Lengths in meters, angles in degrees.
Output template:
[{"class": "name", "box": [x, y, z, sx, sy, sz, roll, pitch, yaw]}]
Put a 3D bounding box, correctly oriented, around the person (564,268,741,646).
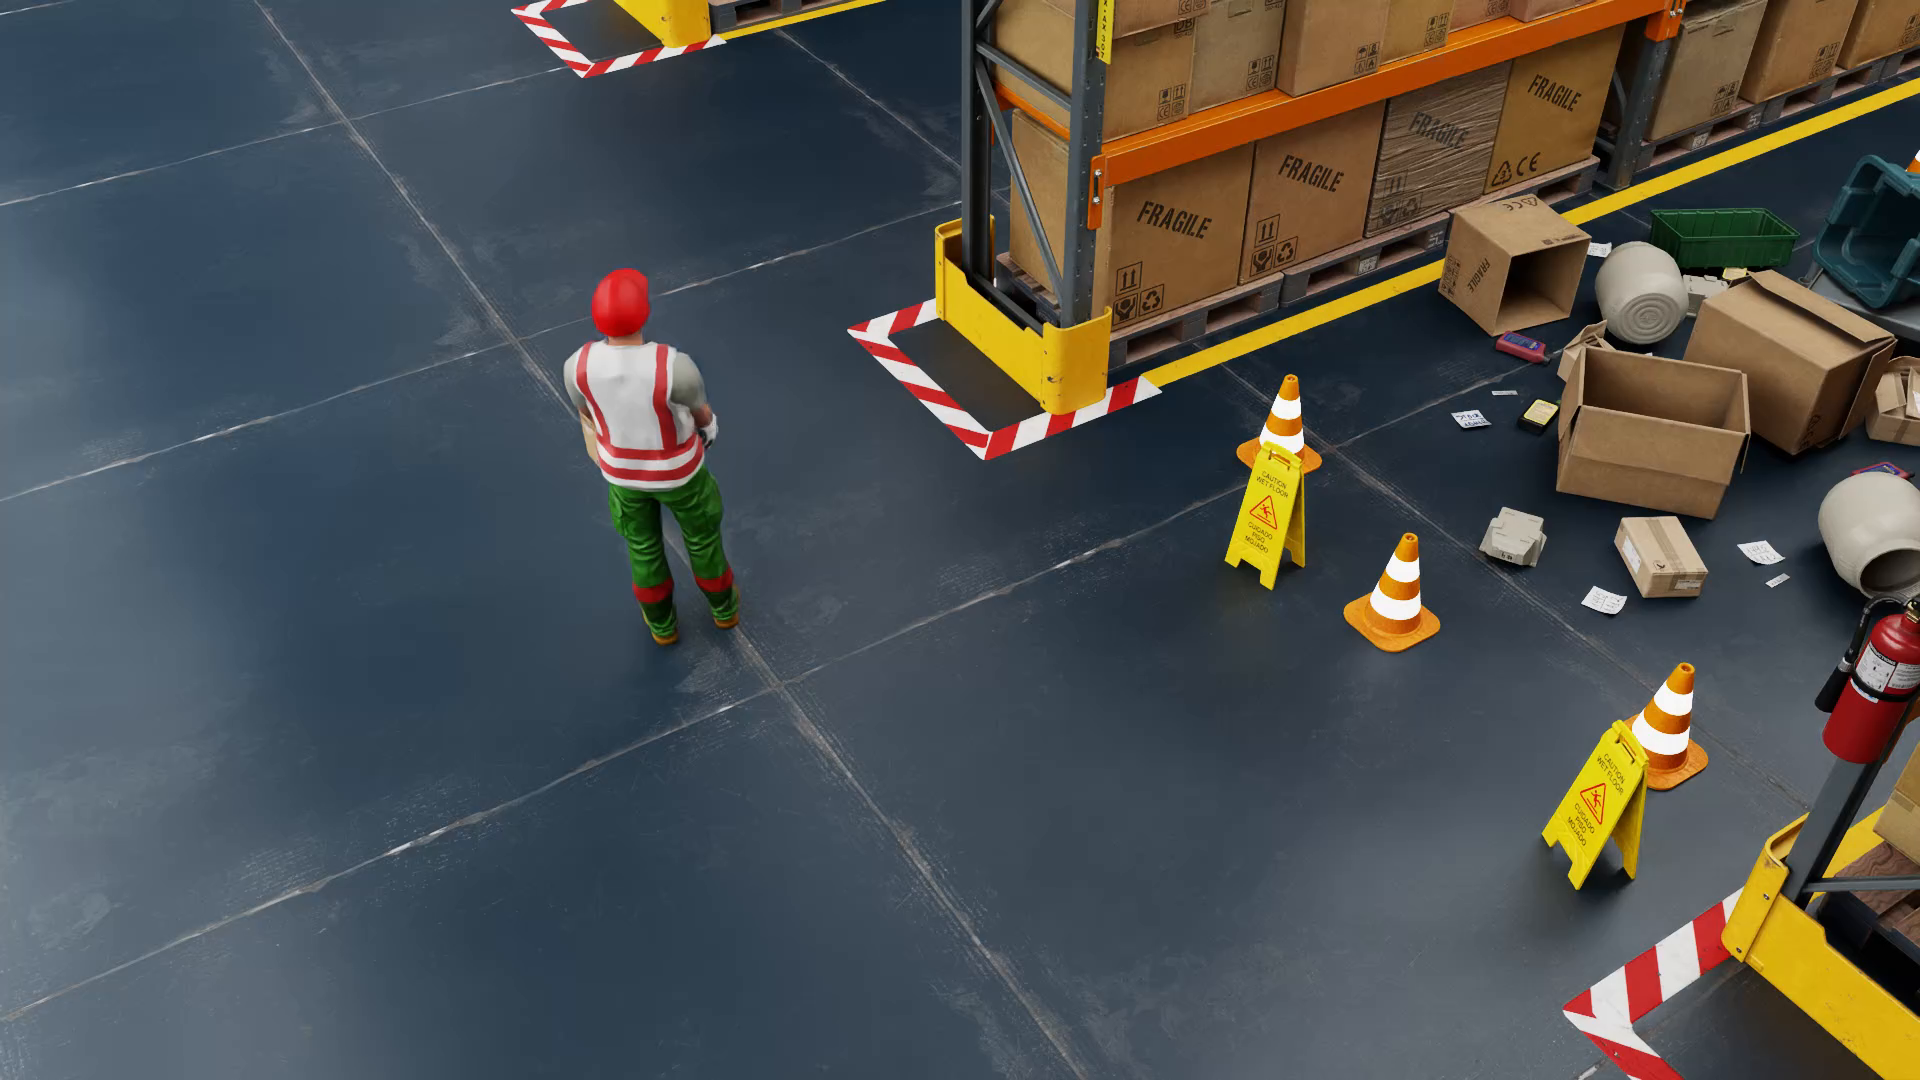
[{"class": "person", "box": [-1.195, -0.327, 6.513, 0.524, 1.792, 0.526, 2, 40, 3]}]
